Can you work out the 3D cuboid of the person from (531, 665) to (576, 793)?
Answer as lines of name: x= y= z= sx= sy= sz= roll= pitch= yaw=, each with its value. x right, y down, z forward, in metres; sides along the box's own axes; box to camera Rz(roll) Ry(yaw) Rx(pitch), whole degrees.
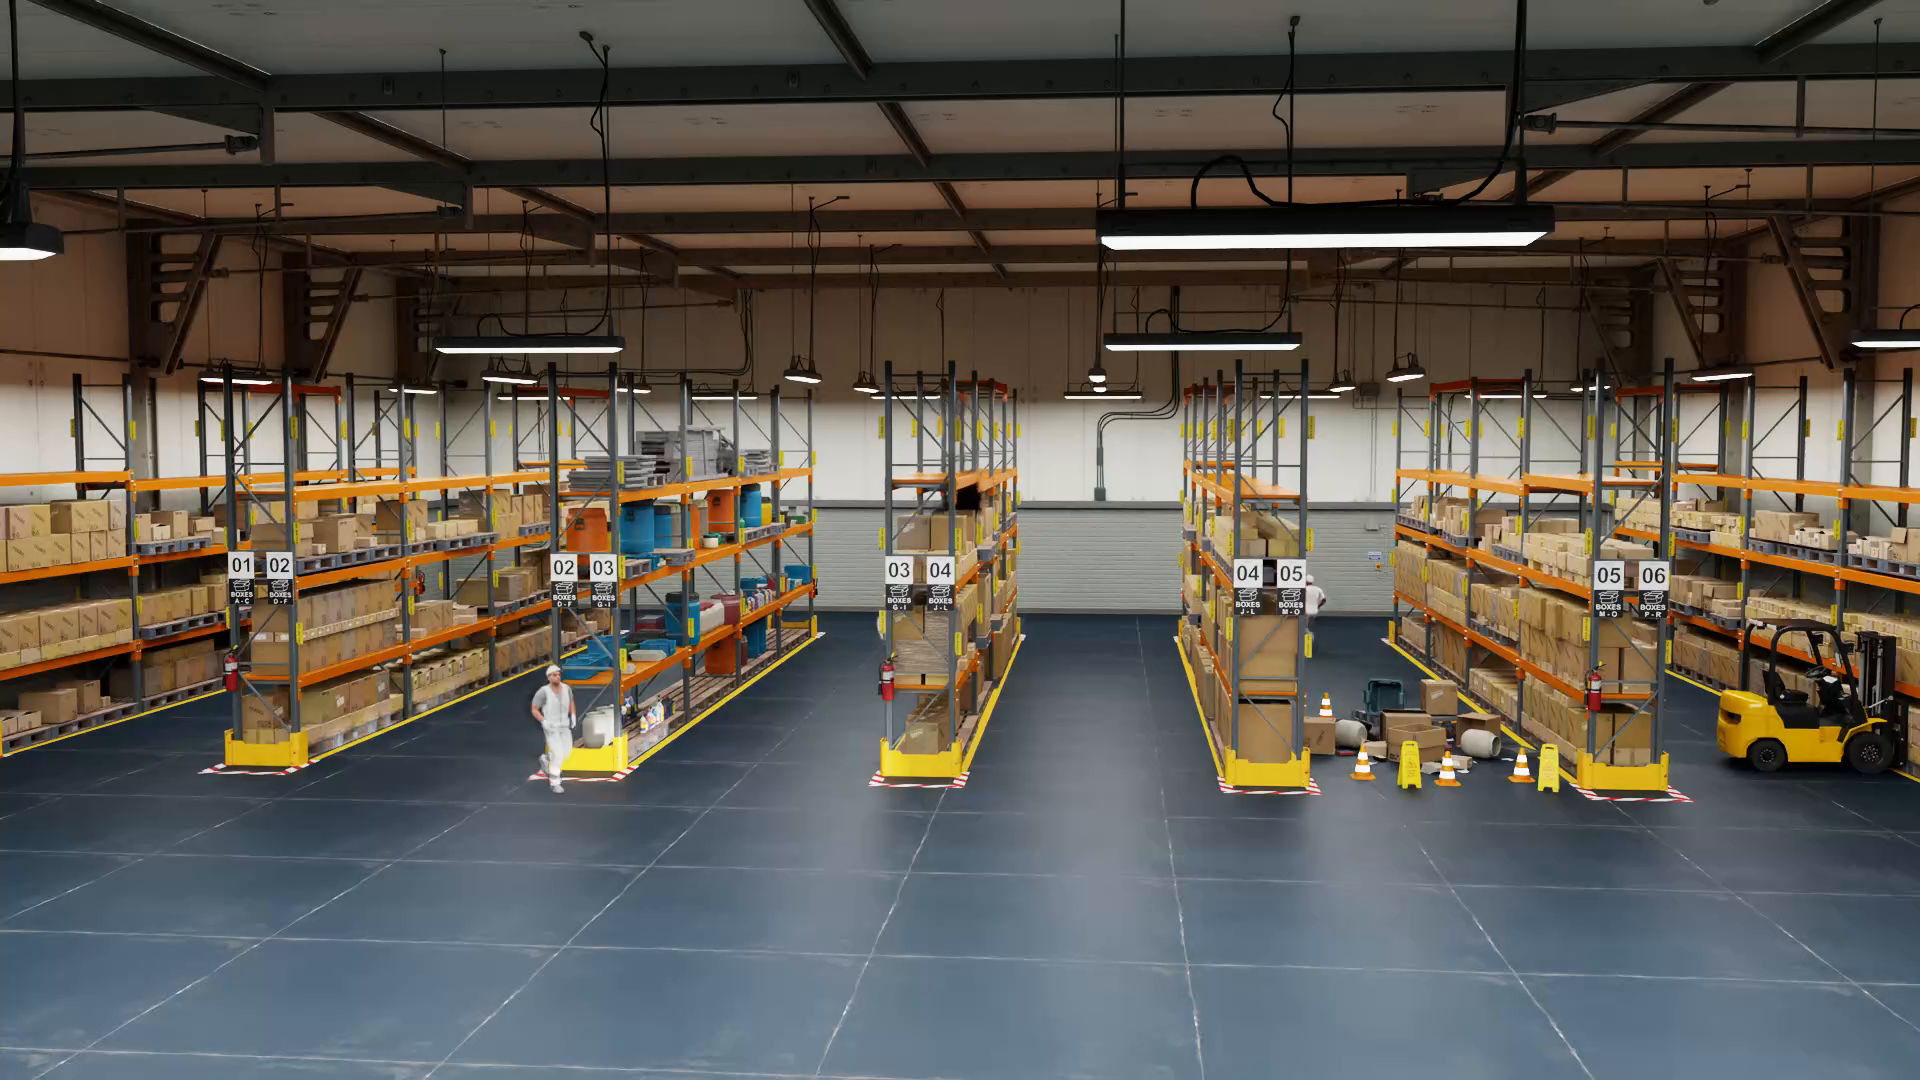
person: x=-5.684 y=2.611 z=23.213 sx=0.669 sy=1.764 sz=0.679 roll=4 pitch=5 yaw=44

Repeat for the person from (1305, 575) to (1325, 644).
person: x=7.958 y=1.655 z=37.774 sx=0.714 sy=1.730 sz=0.637 roll=-1 pitch=4 yaw=-19

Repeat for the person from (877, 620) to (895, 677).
person: x=-1.307 y=2.069 z=32.865 sx=0.654 sy=1.628 sz=0.979 roll=0 pitch=4 yaw=6
